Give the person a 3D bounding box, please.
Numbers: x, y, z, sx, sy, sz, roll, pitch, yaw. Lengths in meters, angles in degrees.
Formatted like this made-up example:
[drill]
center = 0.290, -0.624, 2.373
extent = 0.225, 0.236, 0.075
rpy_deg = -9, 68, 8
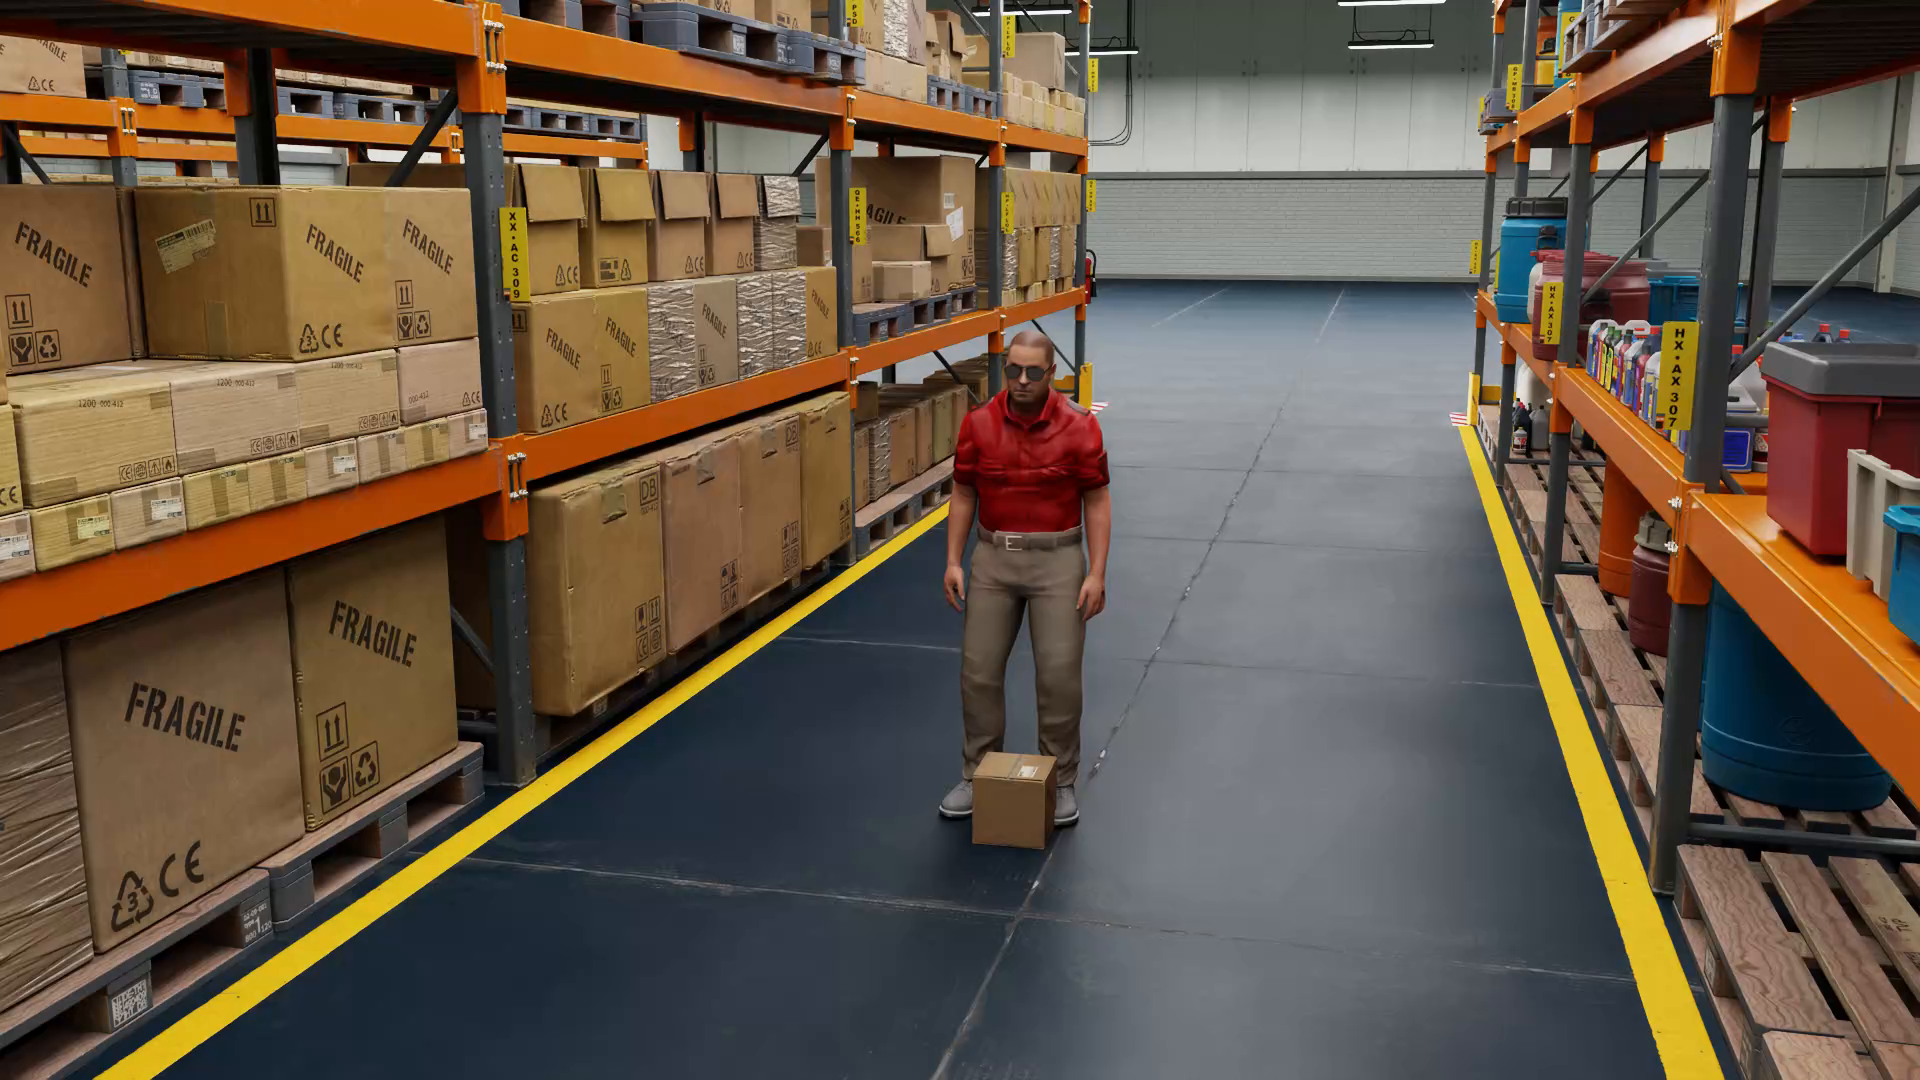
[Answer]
[person]
center = 0.233, 0.124, 5.861
extent = 0.587, 1.727, 0.394
rpy_deg = 3, 12, 14
